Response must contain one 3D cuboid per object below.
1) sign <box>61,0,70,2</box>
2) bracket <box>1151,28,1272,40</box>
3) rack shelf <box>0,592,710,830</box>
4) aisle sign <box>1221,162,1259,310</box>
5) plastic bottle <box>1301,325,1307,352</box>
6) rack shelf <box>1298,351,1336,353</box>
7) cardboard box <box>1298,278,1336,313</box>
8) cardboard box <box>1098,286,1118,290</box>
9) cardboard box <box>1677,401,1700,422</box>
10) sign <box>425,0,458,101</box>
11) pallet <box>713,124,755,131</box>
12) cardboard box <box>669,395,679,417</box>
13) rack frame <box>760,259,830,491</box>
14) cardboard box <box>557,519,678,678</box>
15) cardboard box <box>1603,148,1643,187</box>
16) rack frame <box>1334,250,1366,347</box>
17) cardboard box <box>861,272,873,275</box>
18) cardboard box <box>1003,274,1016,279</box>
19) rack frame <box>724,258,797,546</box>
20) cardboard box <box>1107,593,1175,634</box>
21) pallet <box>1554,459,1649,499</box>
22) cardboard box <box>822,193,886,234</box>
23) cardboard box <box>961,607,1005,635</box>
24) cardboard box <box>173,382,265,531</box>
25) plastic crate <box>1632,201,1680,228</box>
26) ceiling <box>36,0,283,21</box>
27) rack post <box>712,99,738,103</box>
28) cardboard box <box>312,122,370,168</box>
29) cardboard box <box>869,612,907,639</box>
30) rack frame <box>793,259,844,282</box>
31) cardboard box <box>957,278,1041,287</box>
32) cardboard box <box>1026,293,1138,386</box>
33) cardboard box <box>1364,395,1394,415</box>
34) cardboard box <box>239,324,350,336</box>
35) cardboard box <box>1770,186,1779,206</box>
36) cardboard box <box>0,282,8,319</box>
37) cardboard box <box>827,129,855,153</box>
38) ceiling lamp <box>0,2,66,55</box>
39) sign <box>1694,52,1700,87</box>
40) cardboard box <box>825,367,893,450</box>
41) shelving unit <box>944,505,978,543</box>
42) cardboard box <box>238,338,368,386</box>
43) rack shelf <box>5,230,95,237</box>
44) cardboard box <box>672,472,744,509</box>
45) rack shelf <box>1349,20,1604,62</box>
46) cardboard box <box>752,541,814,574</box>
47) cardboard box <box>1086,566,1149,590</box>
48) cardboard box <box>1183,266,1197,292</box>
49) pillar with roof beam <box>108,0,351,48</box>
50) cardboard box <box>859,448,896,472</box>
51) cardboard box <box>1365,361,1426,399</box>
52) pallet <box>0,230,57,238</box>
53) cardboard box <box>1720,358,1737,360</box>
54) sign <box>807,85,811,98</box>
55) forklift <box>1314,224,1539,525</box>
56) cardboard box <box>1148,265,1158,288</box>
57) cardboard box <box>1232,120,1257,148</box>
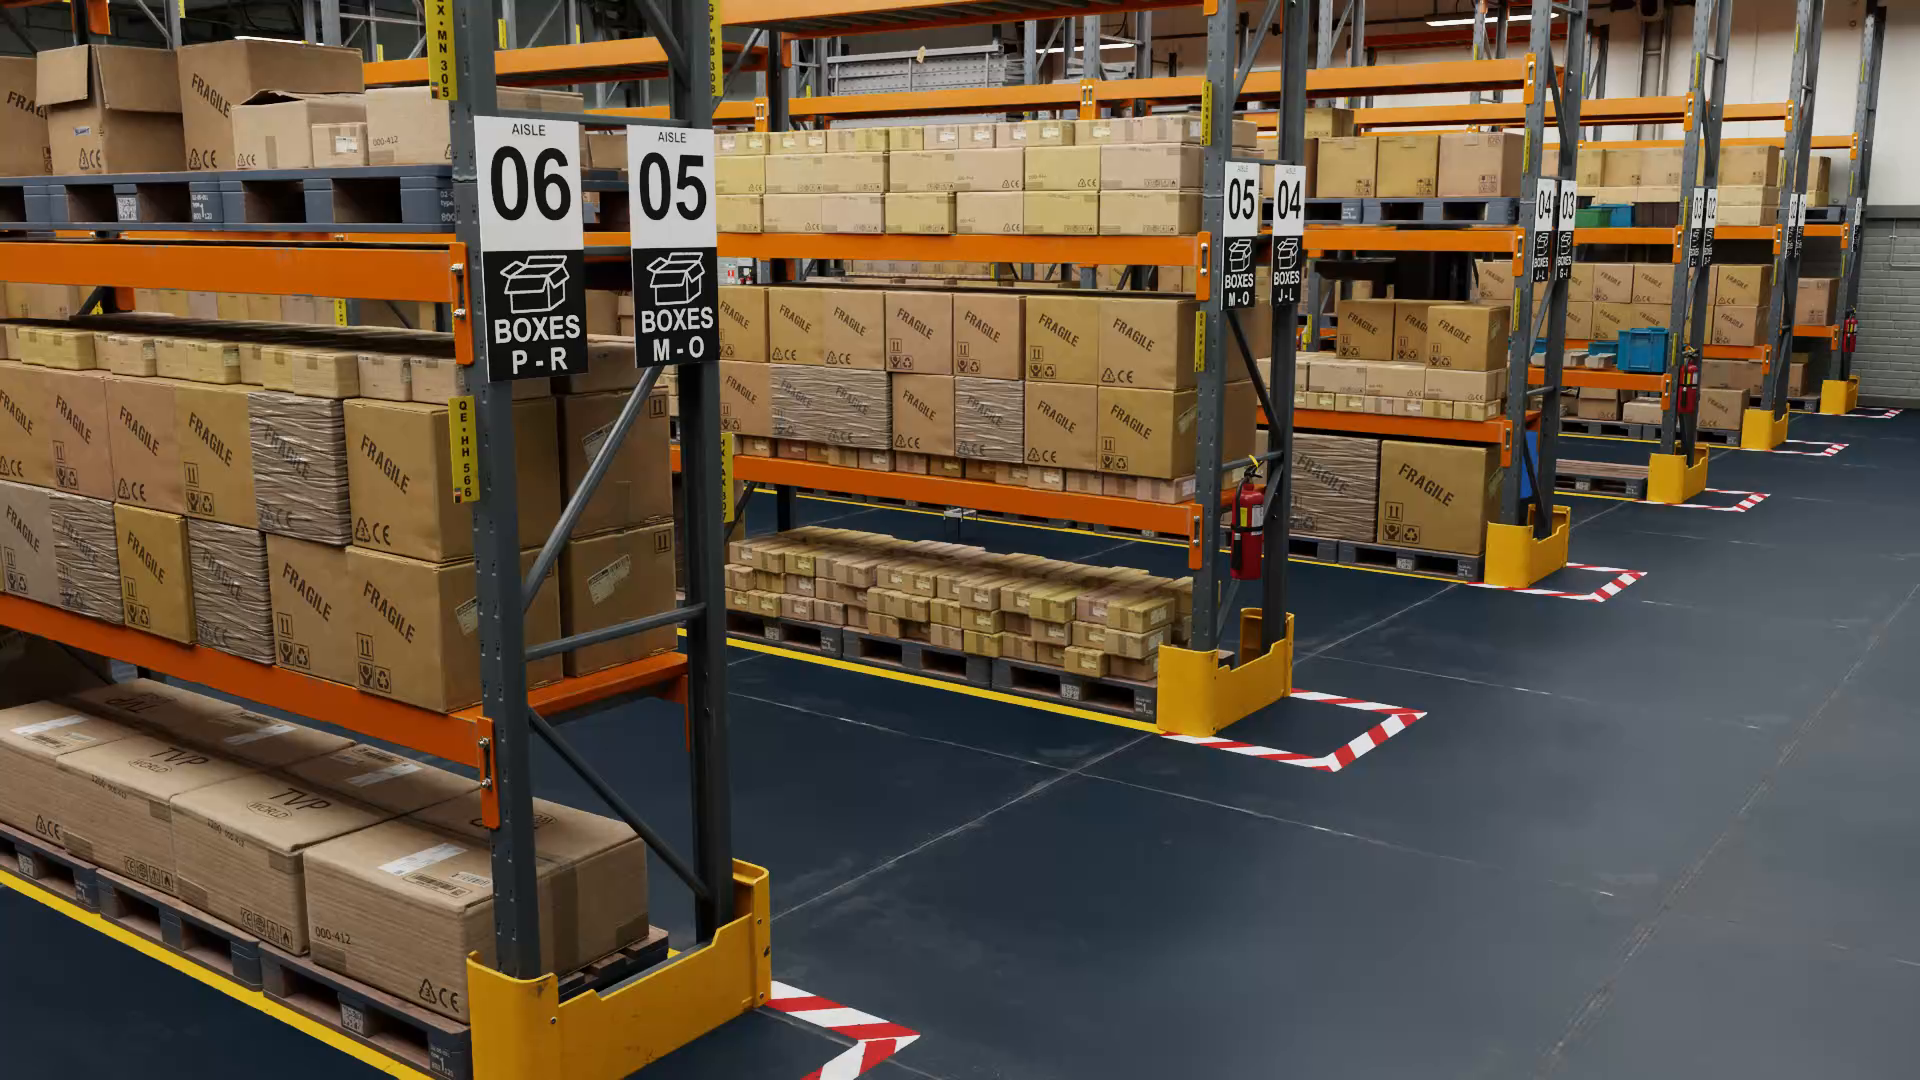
[{"bbox_3d":[-8.363,-5.193,15.524,0.005,0.325,0.100,8,13,36],"label":"sign"},{"bbox_3d":[3.852,-9.642,31.919,4.783,0.066,0.076,8,13,36],"label":"bracket"},{"bbox_3d":[-2.803,0.453,6.904,4.000,0.370,1.077,8,13,36],"label":"rack shelf"},{"bbox_3d":[1.539,-1.666,9.122,0.004,0.787,0.394,8,13,36],"label":"aisle sign"},{"bbox_3d":[4.258,-2.470,20.249,0.185,0.351,0.144,8,13,36],"label":"plastic bottle"},{"bbox_3d":[2.770,-2.272,20.990,4.000,0.370,1.077,8,13,36],"label":"rack shelf"},{"bbox_3d":[5.292,-3.677,24.993,0.700,0.500,0.500,-10,15,-42],"label":"cardboard box"},{"bbox_3d":[2.307,-3.902,27.260,0.500,0.500,0.500,8,14,36],"label":"cardboard box"},{"bbox_3d":[9.868,-1.735,22.403,0.500,0.250,0.500,8,13,36],"label":"cardboard box"},{"bbox_3d":[-1.524,-1.462,4.890,0.005,0.325,0.100,8,13,36],"label":"sign"},{"bbox_3d":[-3.734,-6.181,25.060,1.213,0.211,1.003,8,13,36],"label":"pallet"},{"bbox_3d":[-2.004,-0.991,12.032,0.250,0.149,0.380,8,13,34],"label":"cardboard box"},{"bbox_3d":[-1.773,-2.092,18.164,0.127,3.000,1.000,8,13,36],"label":"rack frame"},{"bbox_3d":[-1.408,0.178,6.170,0.500,0.500,0.500,8,13,35],"label":"cardboard box"},{"bbox_3d":[8.951,-4.956,22.176,0.500,0.500,0.700,8,13,36],"label":"cardboard box"},{"bbox_3d":[7.022,-4.367,29.924,0.127,3.000,1.000,8,13,36],"label":"rack frame"},{"bbox_3d":[-1.549,-4.711,29.735,0.250,0.149,0.380,8,13,35],"label":"cardboard box"},{"bbox_3d":[0.767,-4.485,28.564,0.250,0.149,0.380,8,13,35],"label":"cardboard box"},{"bbox_3d":[-1.567,-0.894,11.974,0.127,3.000,1.000,8,13,36],"label":"rack frame"},{"bbox_3d":[1.081,0.436,9.931,0.250,0.149,0.380,8,14,36],"label":"cardboard box"},{"bbox_3d":[6.965,-0.680,18.210,1.213,0.211,1.003,8,13,36],"label":"pallet"},{"bbox_3d":[-0.532,-2.084,10.623,0.500,0.250,0.500,9,14,38],"label":"cardboard box"},{"bbox_3d":[0.218,0.473,10.524,0.250,0.149,0.380,8,14,36],"label":"cardboard box"},{"bbox_3d":[-2.556,-0.343,6.231,0.500,0.500,0.500,8,13,35],"label":"cardboard box"},{"bbox_3d":[7.461,-3.445,17.607,0.590,0.269,0.497,8,13,36],"label":"plastic crate"},{"bbox_3d":[-23.223,-15.873,49.916,6.000,0.001,6.000,8,13,36],"label":"ceiling"},{"bbox_3d":[-3.709,-6.445,25.069,0.954,0.300,0.937,8,13,34],"label":"rack post"},{"bbox_3d":[-1.992,-1.351,5.733,0.250,0.149,0.380,7,13,31],"label":"cardboard box"},{"bbox_3d":[-0.394,0.529,11.017,0.250,0.149,0.380,8,13,34],"label":"cardboard box"},{"bbox_3d":[-2.066,-3.300,24.408,0.127,3.000,1.000,8,13,36],"label":"rack frame"},{"bbox_3d":[0.385,-2.333,16.508,0.637,0.503,0.797,8,14,36],"label":"cardboard box"},{"bbox_3d":[0.733,-1.201,9.880,0.500,0.500,0.500,7,13,34],"label":"cardboard box"},{"bbox_3d":[3.579,-1.144,13.929,0.250,0.149,0.380,8,14,37],"label":"cardboard box"},{"bbox_3d":[-2.779,-0.819,6.981,0.250,0.149,0.380,8,14,36],"label":"cardboard box"},{"bbox_3d":[10.281,-4.450,21.539,0.500,0.250,0.500,8,13,36],"label":"cardboard box"},{"bbox_3d":[-10.094,-2.668,17.905,0.550,0.550,0.875,8,13,36],"label":"cardboard box"},{"bbox_3d":[-0.637,-2.547,10.650,0.250,0.149,0.380,7,13,34],"label":"cardboard box"},{"bbox_3d":[-19.353,-11.162,33.887,0.800,3.185,2.000,8,13,36],"label":"ceiling lamp"},{"bbox_3d":[7.294,-4.651,16.451,0.005,0.325,0.100,8,13,36],"label":"sign"},{"bbox_3d":[-0.529,-0.878,10.846,0.500,0.500,0.500,8,13,34],"label":"cardboard box"},{"bbox_3d":[0.007,-0.441,15.160,0.210,0.900,0.258,8,13,36],"label":"shelving unit"},{"bbox_3d":[-2.423,-0.659,6.156,0.250,0.149,0.380,8,13,35],"label":"cardboard box"},{"bbox_3d":[-9.627,-3.138,17.568,4.000,0.370,1.077,8,13,36],"label":"rack shelf"},{"bbox_3d":[-2.006,-0.365,12.738,0.500,0.250,0.500,7,13,33],"label":"cardboard box"},{"bbox_3d":[8.634,-8.366,27.944,4.000,0.370,1.077,8,13,36],"label":"rack shelf"},{"bbox_3d":[-1.225,0.118,11.577,0.250,0.149,0.380,9,14,38],"label":"cardboard box"},{"bbox_3d":[1.016,0.286,10.710,0.250,0.149,0.380,8,13,35],"label":"cardboard box"},{"bbox_3d":[4.635,-4.955,31.544,0.500,0.500,0.700,10,15,41],"label":"cardboard box"},{"bbox_3d":[-20.242,-10.304,44.821,0.548,9.000,9.100,8,13,36],"label":"pillar with roof beam"},{"bbox_3d":[-0.442,-0.548,10.847,0.250,0.149,0.380,9,14,38],"label":"cardboard box"},{"bbox_3d":[3.719,-1.336,13.868,0.500,0.250,0.500,8,13,35],"label":"cardboard box"},{"bbox_3d":[-5.183,-1.599,8.225,1.217,0.209,0.805,7,13,33],"label":"pallet"},{"bbox_3d":[12.250,-2.958,26.411,0.250,0.149,0.380,8,14,36],"label":"cardboard box"},{"bbox_3d":[-2.688,-7.905,29.541,0.005,0.325,0.100,8,13,36],"label":"sign"},{"bbox_3d":[4.113,-1.704,16.339,3.031,2.935,1.130,10,15,42],"label":"forklift"},{"bbox_3d":[3.543,-5.205,32.628,0.500,0.500,0.500,8,13,34],"label":"cardboard box"},{"bbox_3d":[1.531,-2.356,9.662,0.250,0.149,0.380,8,13,35],"label":"cardboard box"}]
